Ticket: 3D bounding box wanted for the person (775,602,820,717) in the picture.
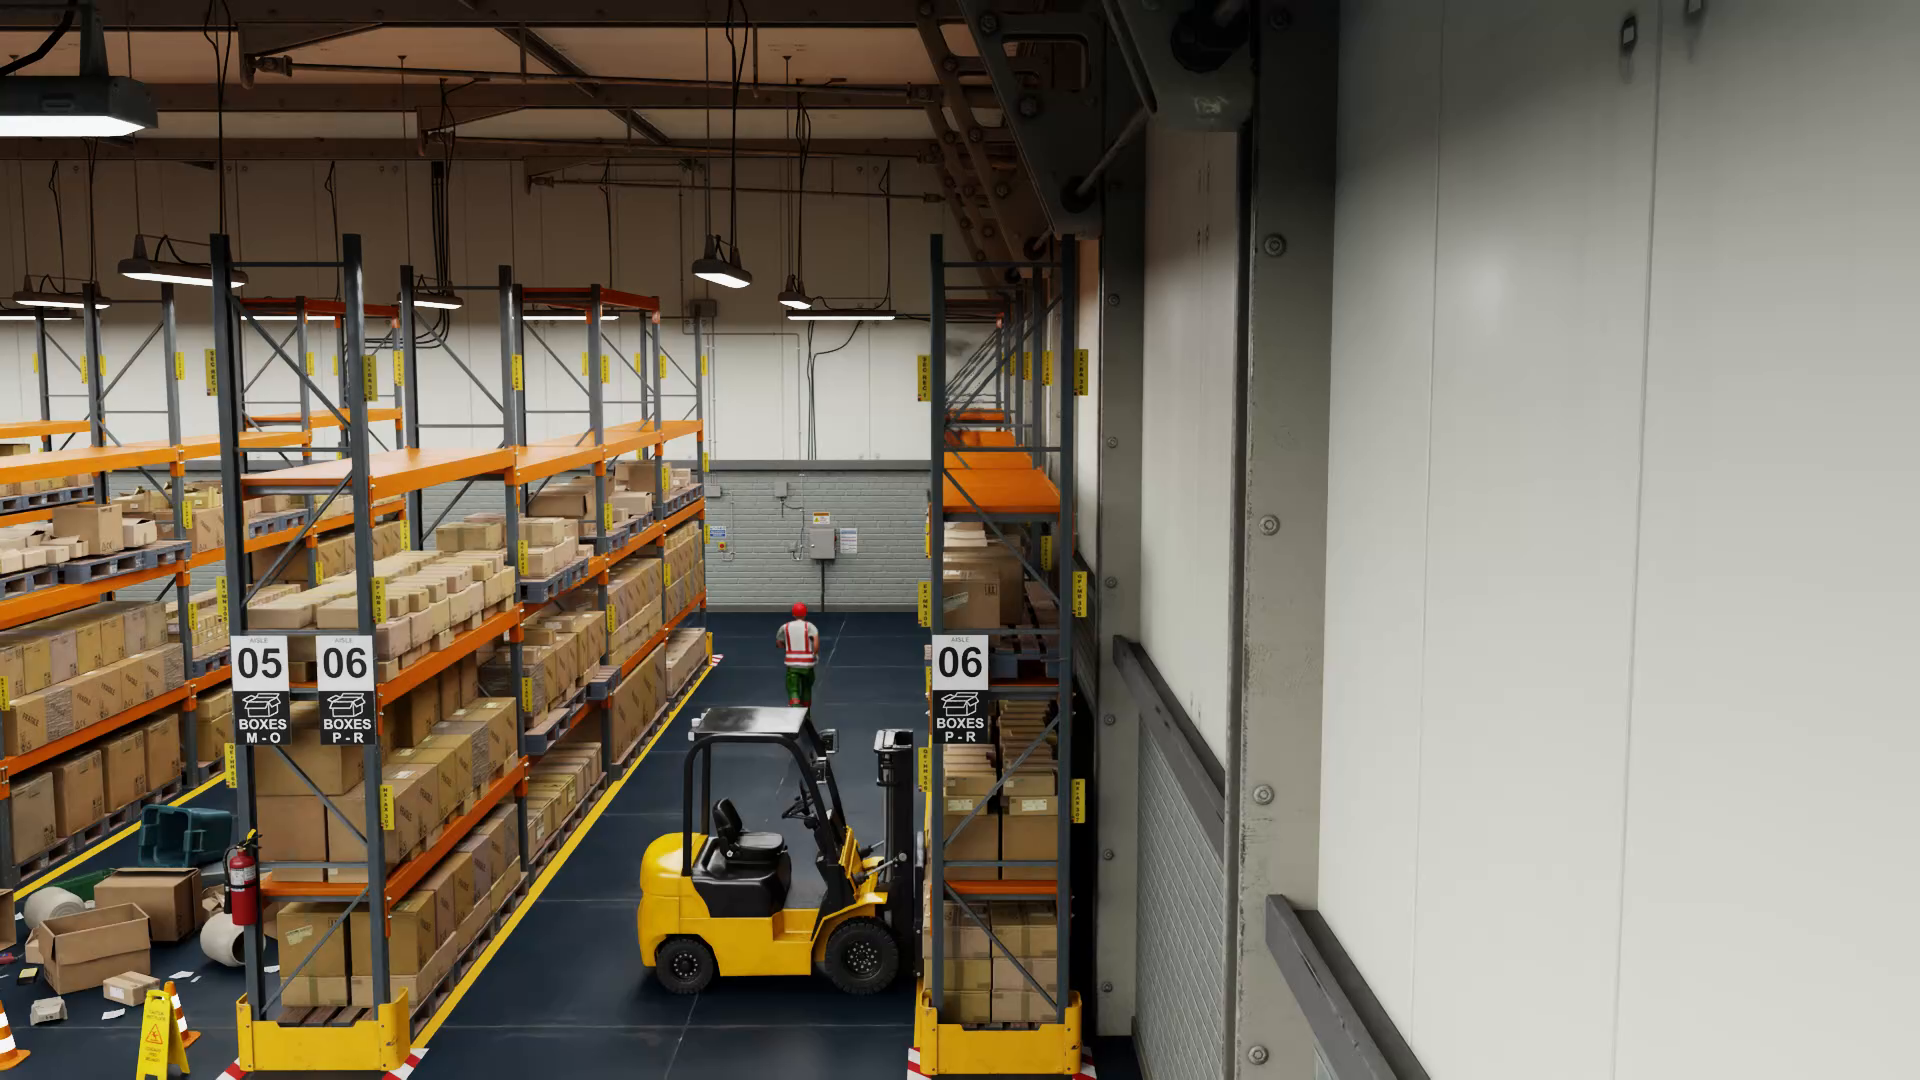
[{"bbox_3d":[-2.228,1.779,22.823,0.608,1.839,1.065,-1,6,-7],"label":"person"}]
